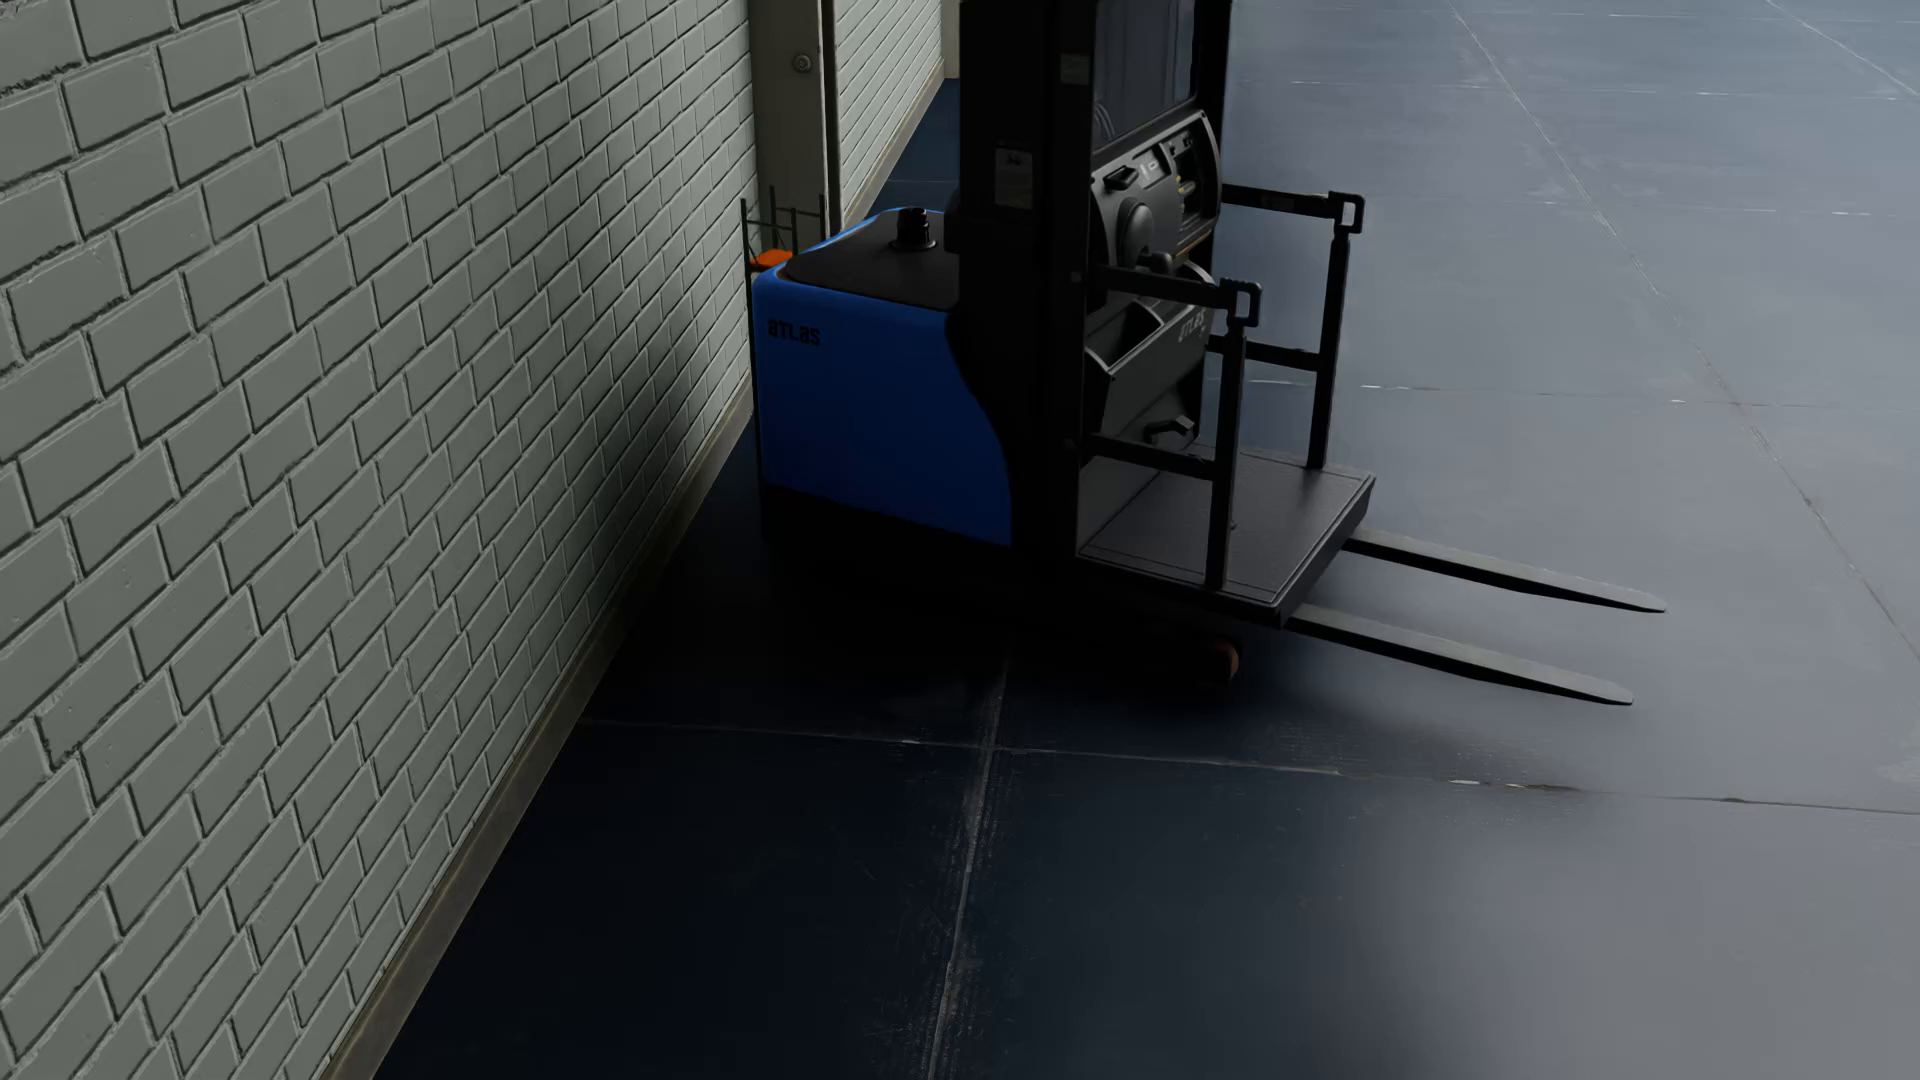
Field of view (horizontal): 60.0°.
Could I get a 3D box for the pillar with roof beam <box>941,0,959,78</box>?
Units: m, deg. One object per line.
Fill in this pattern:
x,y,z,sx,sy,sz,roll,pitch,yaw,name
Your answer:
4.296,-7.383,10.467,9.100,9.000,0.400,3,28,6,pillar with roof beam

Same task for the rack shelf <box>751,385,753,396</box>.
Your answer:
-0.643,-0.574,6.397,0.258,0.103,0.180,15,32,25,rack shelf

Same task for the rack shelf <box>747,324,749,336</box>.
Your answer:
-0.644,-0.786,6.283,0.258,0.103,0.180,15,32,25,rack shelf

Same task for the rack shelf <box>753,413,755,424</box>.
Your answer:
-0.643,-0.469,6.454,0.258,0.103,0.180,15,32,25,rack shelf

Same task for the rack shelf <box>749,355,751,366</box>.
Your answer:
-0.643,-0.680,6.340,0.258,0.103,0.180,15,32,25,rack shelf

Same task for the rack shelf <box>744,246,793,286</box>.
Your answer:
-0.644,-0.997,6.170,0.258,0.103,0.180,15,32,25,rack shelf

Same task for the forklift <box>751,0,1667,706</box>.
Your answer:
0.811,-1.098,5.198,3.031,2.935,1.130,15,32,25,forklift

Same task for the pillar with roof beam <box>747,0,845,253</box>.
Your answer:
3.561,-4.559,5.225,9.100,9.000,0.400,3,28,6,pillar with roof beam

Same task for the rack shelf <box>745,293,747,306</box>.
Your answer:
-0.644,-0.891,6.227,0.258,0.103,0.180,15,32,25,rack shelf

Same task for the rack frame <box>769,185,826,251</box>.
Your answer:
-0.599,-0.757,6.390,0.240,1.200,0.006,15,32,25,rack frame

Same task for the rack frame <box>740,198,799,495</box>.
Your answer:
-0.688,-0.681,6.249,0.240,1.200,0.006,15,32,25,rack frame

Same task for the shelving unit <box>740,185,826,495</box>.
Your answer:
-0.643,-0.719,6.319,0.258,1.200,0.189,15,32,25,shelving unit
